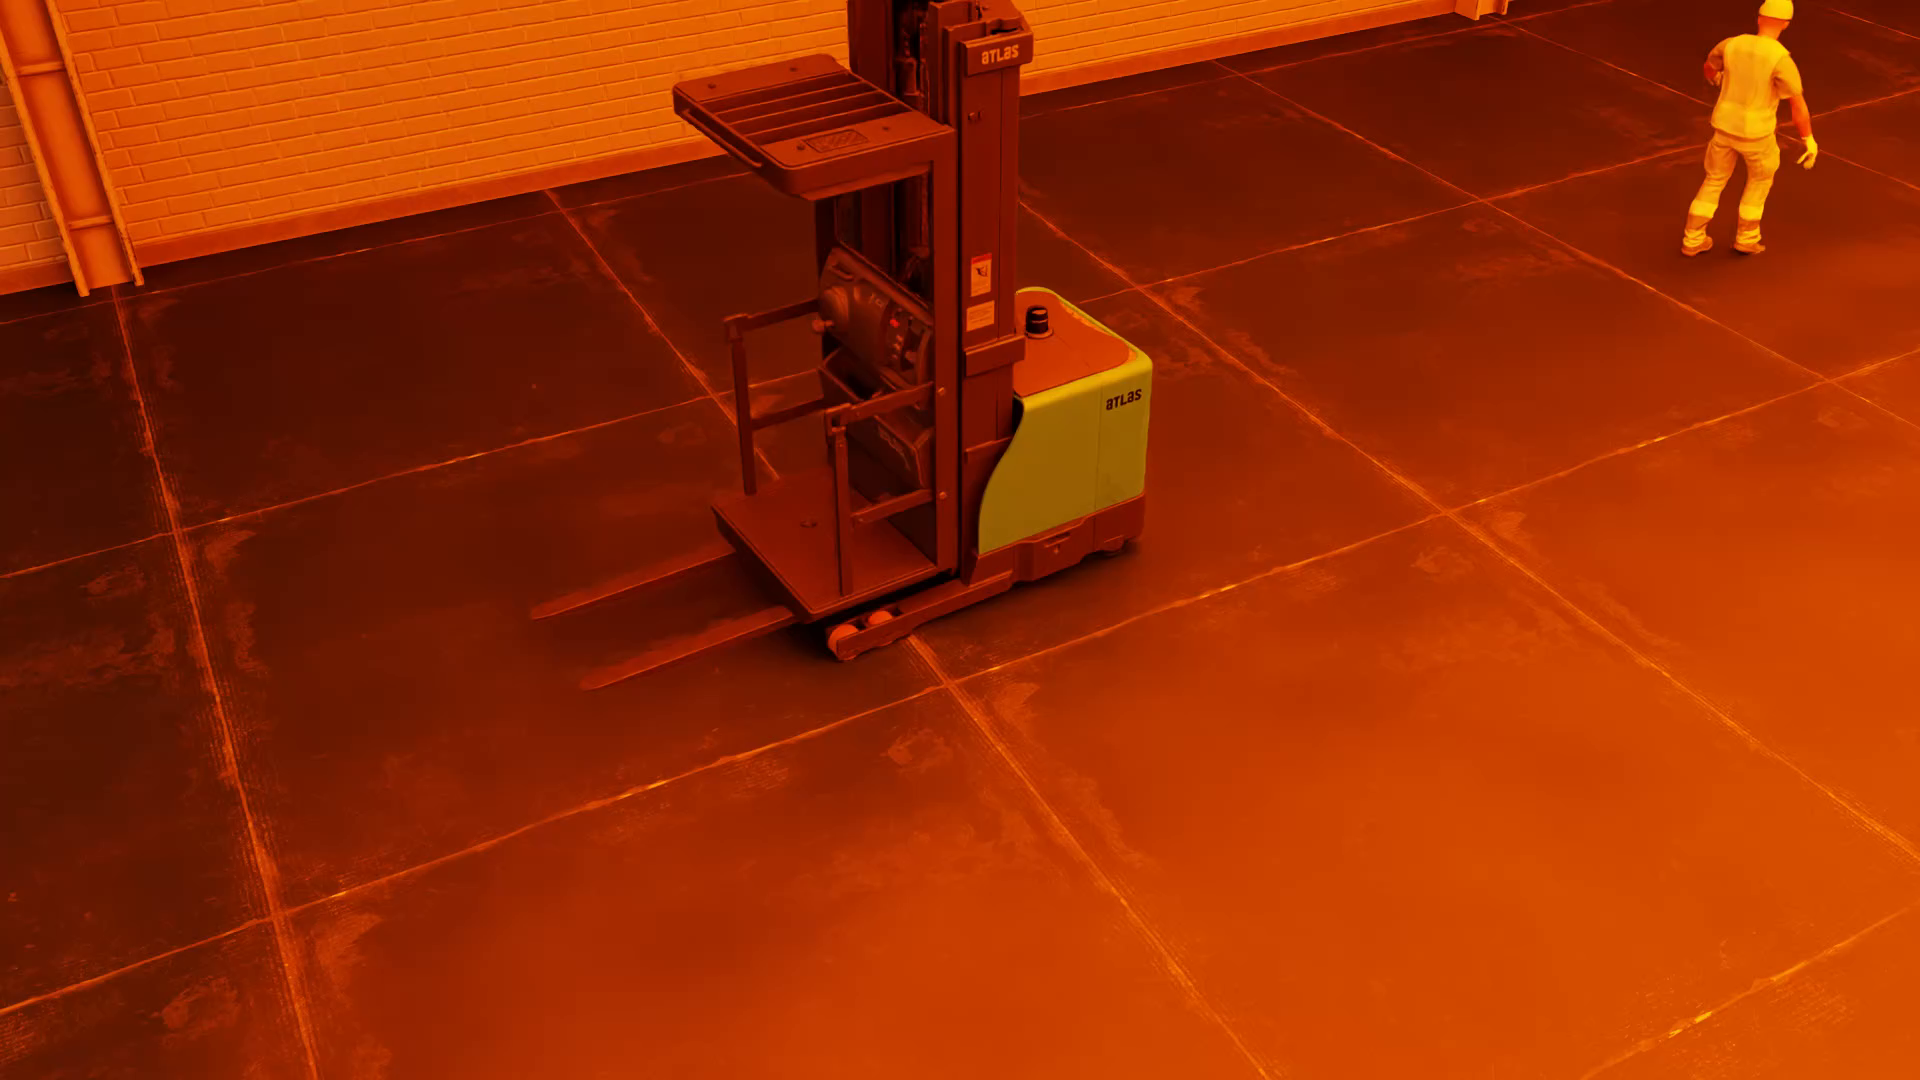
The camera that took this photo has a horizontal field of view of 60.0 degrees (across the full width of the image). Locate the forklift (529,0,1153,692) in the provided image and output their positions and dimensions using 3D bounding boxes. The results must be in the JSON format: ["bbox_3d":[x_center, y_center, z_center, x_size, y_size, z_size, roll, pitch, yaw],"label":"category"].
[{"bbox_3d":[-0.566,-0.978,7.507,3.031,2.935,1.130,-20,40,-26],"label":"forklift"}]

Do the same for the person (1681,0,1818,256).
[{"bbox_3d":[5.264,-2.717,11.021,0.610,1.803,1.016,-21,40,-27],"label":"person"}]
